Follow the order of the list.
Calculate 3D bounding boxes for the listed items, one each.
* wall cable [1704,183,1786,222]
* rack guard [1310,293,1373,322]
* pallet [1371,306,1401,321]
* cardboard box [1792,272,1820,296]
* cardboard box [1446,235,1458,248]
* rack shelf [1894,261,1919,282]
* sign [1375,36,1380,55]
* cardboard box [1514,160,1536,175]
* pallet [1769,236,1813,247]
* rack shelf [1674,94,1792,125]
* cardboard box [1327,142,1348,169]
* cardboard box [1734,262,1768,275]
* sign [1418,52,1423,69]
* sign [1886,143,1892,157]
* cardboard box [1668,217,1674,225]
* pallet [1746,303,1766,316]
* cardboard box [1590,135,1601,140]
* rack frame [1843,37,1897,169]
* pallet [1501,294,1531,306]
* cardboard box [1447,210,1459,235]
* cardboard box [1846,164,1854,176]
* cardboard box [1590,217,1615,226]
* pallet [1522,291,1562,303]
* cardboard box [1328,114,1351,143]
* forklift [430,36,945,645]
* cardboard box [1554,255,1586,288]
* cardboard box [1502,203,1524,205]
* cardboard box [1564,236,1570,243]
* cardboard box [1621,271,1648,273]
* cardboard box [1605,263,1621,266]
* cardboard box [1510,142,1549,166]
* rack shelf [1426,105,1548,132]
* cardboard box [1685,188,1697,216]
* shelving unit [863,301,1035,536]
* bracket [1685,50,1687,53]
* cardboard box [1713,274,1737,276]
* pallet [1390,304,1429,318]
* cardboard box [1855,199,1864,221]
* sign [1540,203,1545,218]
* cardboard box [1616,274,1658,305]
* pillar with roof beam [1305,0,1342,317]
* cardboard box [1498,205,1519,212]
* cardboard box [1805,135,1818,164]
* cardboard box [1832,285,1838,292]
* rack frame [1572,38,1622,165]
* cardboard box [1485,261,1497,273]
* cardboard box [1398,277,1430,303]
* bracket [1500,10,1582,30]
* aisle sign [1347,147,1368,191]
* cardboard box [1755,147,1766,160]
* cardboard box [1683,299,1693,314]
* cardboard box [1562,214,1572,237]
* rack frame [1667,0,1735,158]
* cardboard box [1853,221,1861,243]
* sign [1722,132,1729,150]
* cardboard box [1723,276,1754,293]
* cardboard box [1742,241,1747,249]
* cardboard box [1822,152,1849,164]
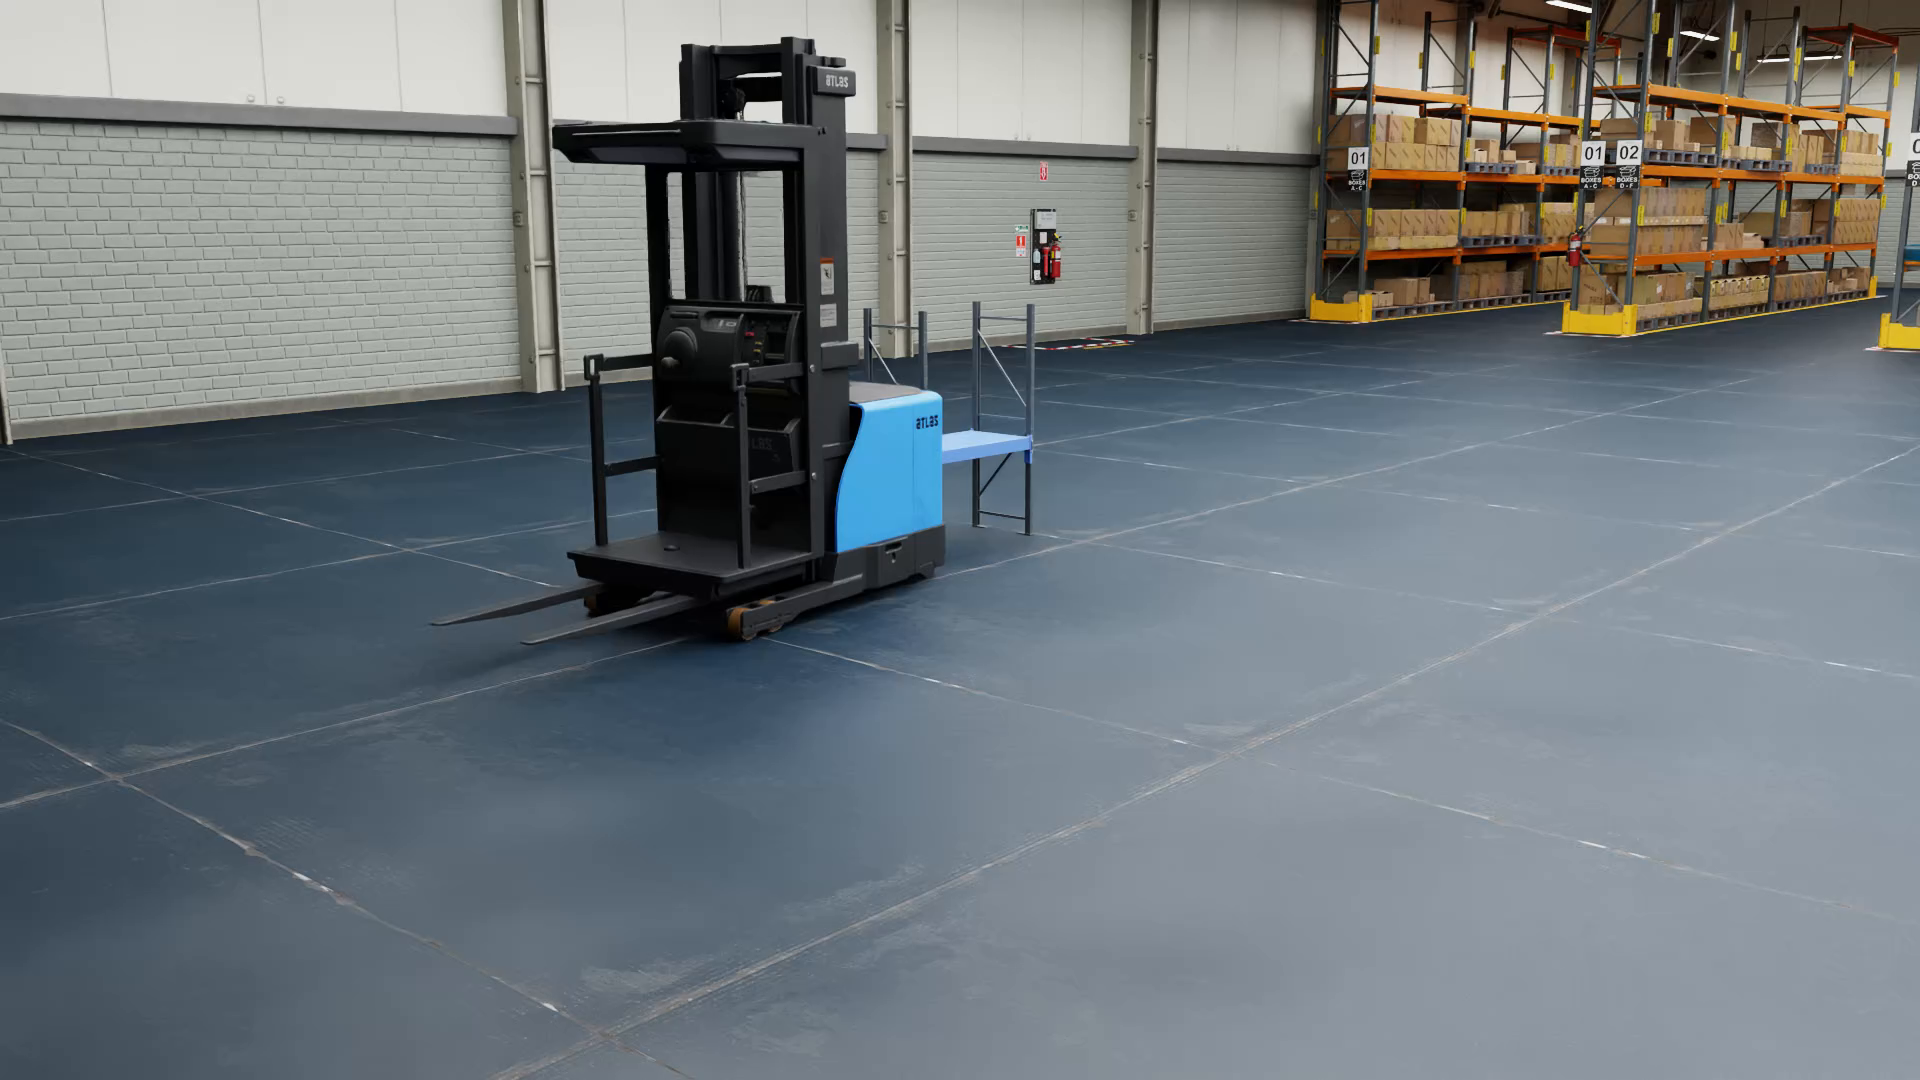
[{"bbox_3d":[21.761,-10.210,46.784,3.097,2.526,0.112,10,15,40],"label":"wall cable"},{"bbox_3d":[7.248,-4.436,31.647,1.175,0.500,0.348,10,15,40],"label":"rack guard"},{"bbox_3d":[7.811,-4.410,32.251,1.003,0.211,1.213,10,15,40],"label":"pallet"},{"bbox_3d":[18.399,-5.585,36.276,0.500,0.500,0.500,10,15,41],"label":"cardboard box"},{"bbox_3d":[9.753,-6.067,33.760,0.500,0.250,0.500,10,15,40],"label":"cardboard box"},{"bbox_3d":[15.960,-4.312,26.477,1.077,0.370,4.000,10,15,40],"label":"rack shelf"},{"bbox_3d":[7.605,-9.020,30.308,0.100,0.325,0.005,10,15,40],"label":"sign"},{"bbox_3d":[12.206,-8.124,36.247,0.500,0.311,0.500,10,15,40],"label":"cardboard box"},{"bbox_3d":[17.482,-6.381,35.490,1.003,0.211,1.213,10,15,40],"label":"pallet"},{"bbox_3d":[14.882,-8.287,32.084,1.077,0.370,4.000,10,15,40],"label":"rack shelf"},{"bbox_3d":[7.283,-7.275,31.512,0.500,0.500,0.500,-11,16,-43],"label":"cardboard box"},{"bbox_3d":[16.677,-5.723,35.049,0.500,0.250,0.500,11,15,42],"label":"cardboard box"},{"bbox_3d":[9.417,-9.788,33.953,0.100,0.325,0.005,10,15,40],"label":"sign"},{"bbox_3d":[21.887,-9.196,39.174,0.100,0.325,0.005,10,15,40],"label":"sign"},{"bbox_3d":[12.357,-5.634,29.350,0.380,0.149,0.250,10,15,41],"label":"cardboard box"},{"bbox_3d":[15.629,-4.705,33.727,1.003,0.211,1.213,10,15,40],"label":"pallet"},{"bbox_3d":[15.405,-9.570,40.448,0.500,0.500,0.500,10,15,40],"label":"cardboard box"},{"bbox_3d":[21.483,-10.307,39.341,1.000,3.000,0.127,10,15,40],"label":"rack frame"},{"bbox_3d":[11.962,-5.346,36.938,1.003,0.211,1.213,10,15,40],"label":"pallet"},{"bbox_3d":[9.758,-6.434,33.684,0.500,0.500,0.500,10,15,40],"label":"cardboard box"},{"bbox_3d":[19.682,-8.287,37.266,0.500,0.250,0.500,10,15,40],"label":"cardboard box"},{"bbox_3d":[11.030,-5.459,28.474,0.380,0.149,0.250,9,15,39],"label":"cardboard box"},{"bbox_3d":[13.056,-5.567,38.044,1.003,0.211,1.213,10,15,40],"label":"pallet"},{"bbox_3d":[7.286,-7.768,31.430,0.500,0.500,0.500,11,15,43],"label":"cardboard box"},{"bbox_3d":[-1.325,-1.046,8.465,1.130,2.935,3.031,8,14,33],"label":"forklift"},{"bbox_3d":[14.203,-6.325,39.135,0.750,0.750,0.750,10,15,42],"label":"cardboard box"},{"bbox_3d":[12.583,-7.501,37.627,0.500,0.250,0.500,10,15,42],"label":"cardboard box"},{"bbox_3d":[13.874,-6.960,38.491,0.380,0.149,0.250,10,15,41],"label":"cardboard box"},{"bbox_3d":[12.360,-4.650,30.368,0.500,0.500,0.500,10,15,40],"label":"cardboard box"},{"bbox_3d":[16.053,-6.838,40.944,0.380,0.149,0.250,10,15,42],"label":"cardboard box"},{"bbox_3d":[12.749,-8.641,37.280,0.700,0.500,0.500,8,14,36],"label":"cardboard box"},{"bbox_3d":[11.158,-8.927,35.288,1.077,0.370,4.000,10,15,40],"label":"rack shelf"},{"bbox_3d":[12.941,-6.144,30.248,0.700,0.500,0.500,10,15,40],"label":"cardboard box"},{"bbox_3d":[-0.056,-0.723,10.501,0.538,1.500,1.048,10,15,40],"label":"shelving unit"},{"bbox_3d":[19.433,-13.236,44.817,0.235,0.232,0.430,10,15,40],"label":"bracket"},{"bbox_3d":[15.636,-5.282,34.013,0.500,0.311,0.500,10,15,42],"label":"cardboard box"},{"bbox_3d":[8.616,-4.588,33.145,1.003,0.211,1.213,10,15,40],"label":"pallet"},{"bbox_3d":[20.385,-7.577,38.179,0.500,0.500,0.500,10,15,42],"label":"cardboard box"},{"bbox_3d":[12.892,-7.288,36.789,0.100,0.325,0.005,10,15,40],"label":"sign"},{"bbox_3d":[11.771,-4.360,28.918,0.500,0.500,0.500,10,15,40],"label":"cardboard box"},{"bbox_3d":[10.244,-8.251,29.047,9.100,9.000,0.400,10,15,40],"label":"pillar with roof beam"},{"bbox_3d":[12.072,-7.307,36.603,0.380,0.149,0.250,7,13,31],"label":"cardboard box"},{"bbox_3d":[18.031,-8.386,35.797,0.600,0.600,0.600,10,15,40],"label":"cardboard box"},{"bbox_3d":[19.846,-5.765,38.029,0.380,0.166,0.250,10,15,40],"label":"cardboard box"},{"bbox_3d":[15.119,-10.358,39.598,1.000,3.000,0.127,10,15,40],"label":"rack frame"},{"bbox_3d":[11.283,-5.921,36.042,0.500,0.250,0.500,10,15,40],"label":"cardboard box"},{"bbox_3d":[9.183,-5.072,33.704,0.500,0.500,0.500,8,14,36],"label":"cardboard box"},{"bbox_3d":[13.212,-11.850,37.875,0.076,0.066,4.783,10,15,40],"label":"bracket"},{"bbox_3d":[7.375,-6.877,30.844,0.394,0.787,0.004,10,15,40],"label":"aisle sign"},{"bbox_3d":[15.612,-7.638,32.947,0.500,0.250,0.500,10,15,42],"label":"cardboard box"},{"bbox_3d":[13.082,-4.288,30.472,0.500,0.250,0.500,10,15,40],"label":"cardboard box"},{"bbox_3d":[13.672,-7.220,38.135,0.500,0.500,0.500,10,15,40],"label":"cardboard box"},{"bbox_3d":[13.562,-8.542,30.501,1.000,3.000,0.127,10,15,40],"label":"rack frame"},{"bbox_3d":[20.386,-7.090,38.293,0.500,0.500,0.500,9,15,40],"label":"cardboard box"},{"bbox_3d":[13.979,-7.291,30.378,0.100,0.325,0.005,10,15,40],"label":"sign"},{"bbox_3d":[15.368,-5.061,32.906,0.500,0.311,0.500,10,15,40],"label":"cardboard box"},{"bbox_3d":[15.402,-5.870,33.084,0.250,0.149,0.380,-11,16,-43],"label":"cardboard box"},{"bbox_3d":[19.350,-8.459,36.851,0.500,0.250,0.500,10,15,40],"label":"cardboard box"}]
